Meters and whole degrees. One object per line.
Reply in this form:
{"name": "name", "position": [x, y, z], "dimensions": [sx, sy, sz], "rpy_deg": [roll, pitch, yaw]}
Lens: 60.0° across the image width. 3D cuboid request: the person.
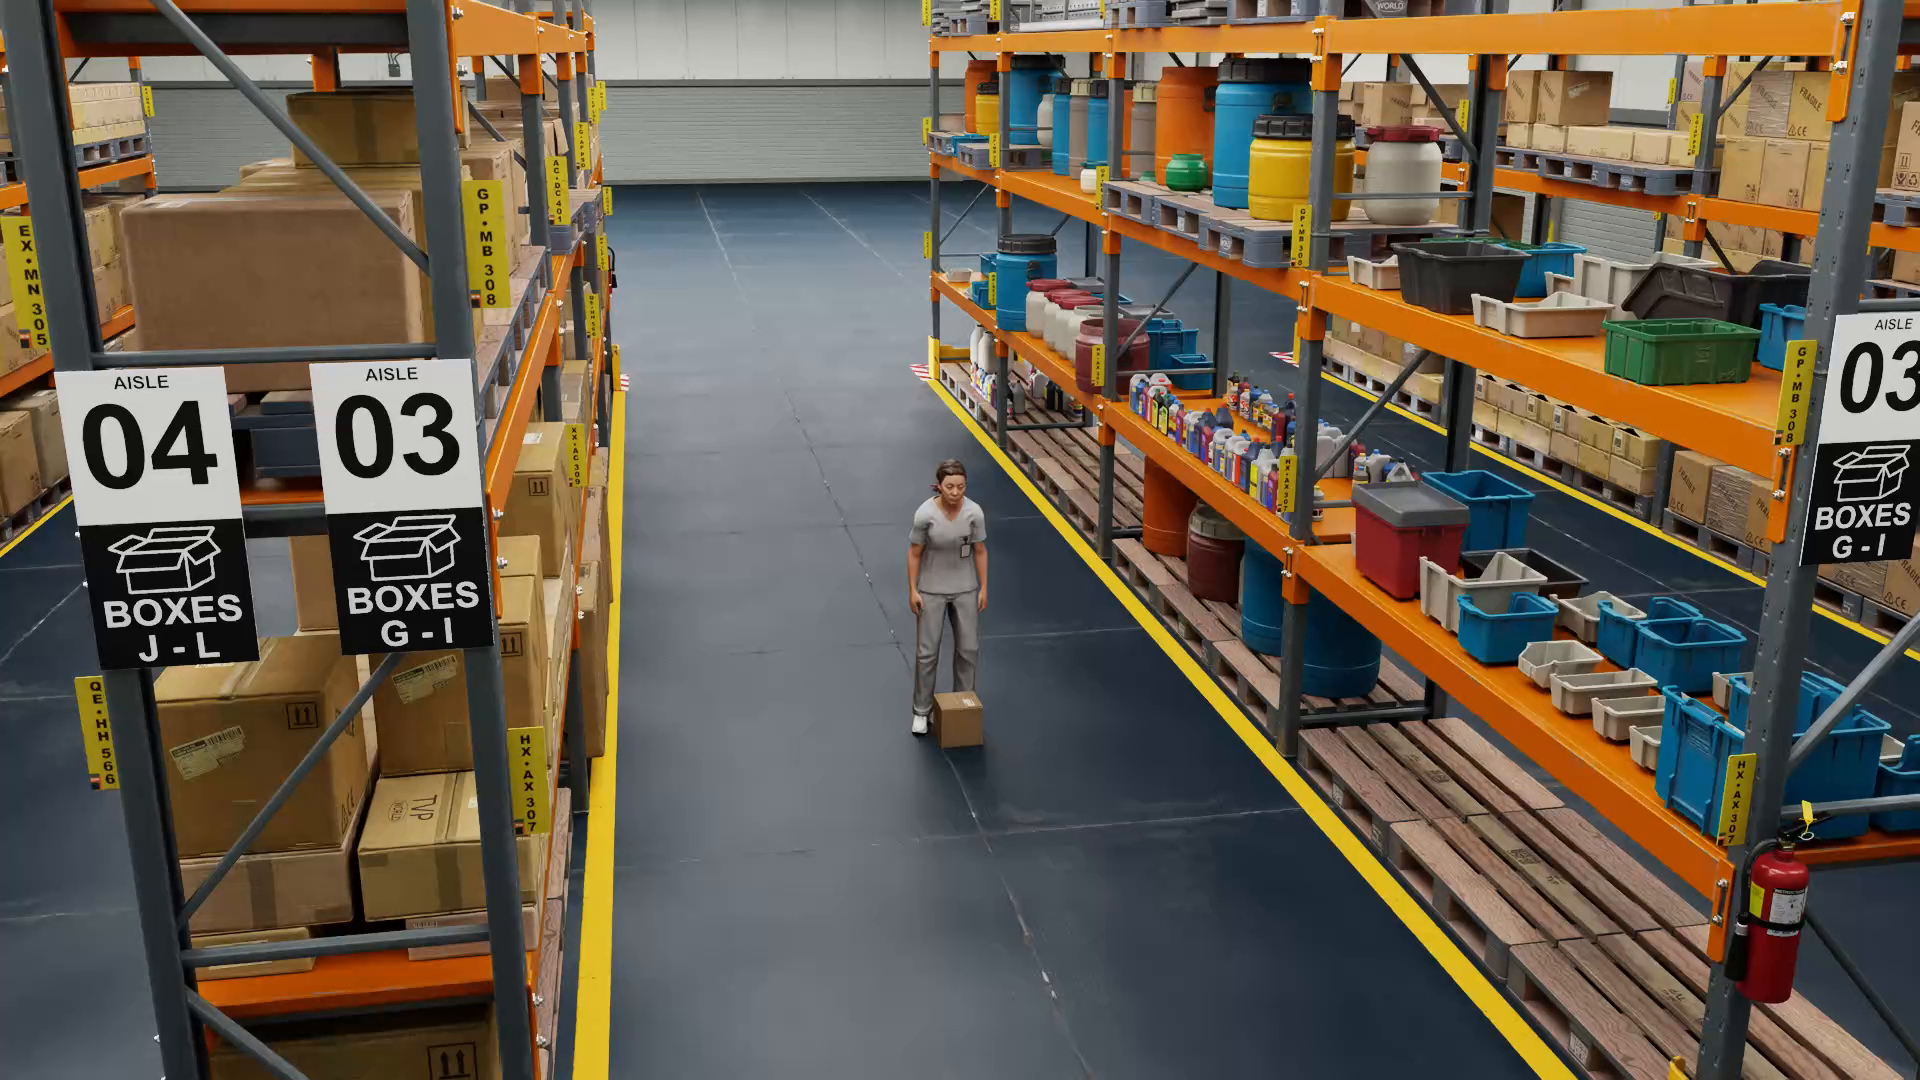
{"name": "person", "position": [-0.070, 0.320, 9.952], "dimensions": [0.487, 1.673, 0.356], "rpy_deg": [-3, 17, -10]}
